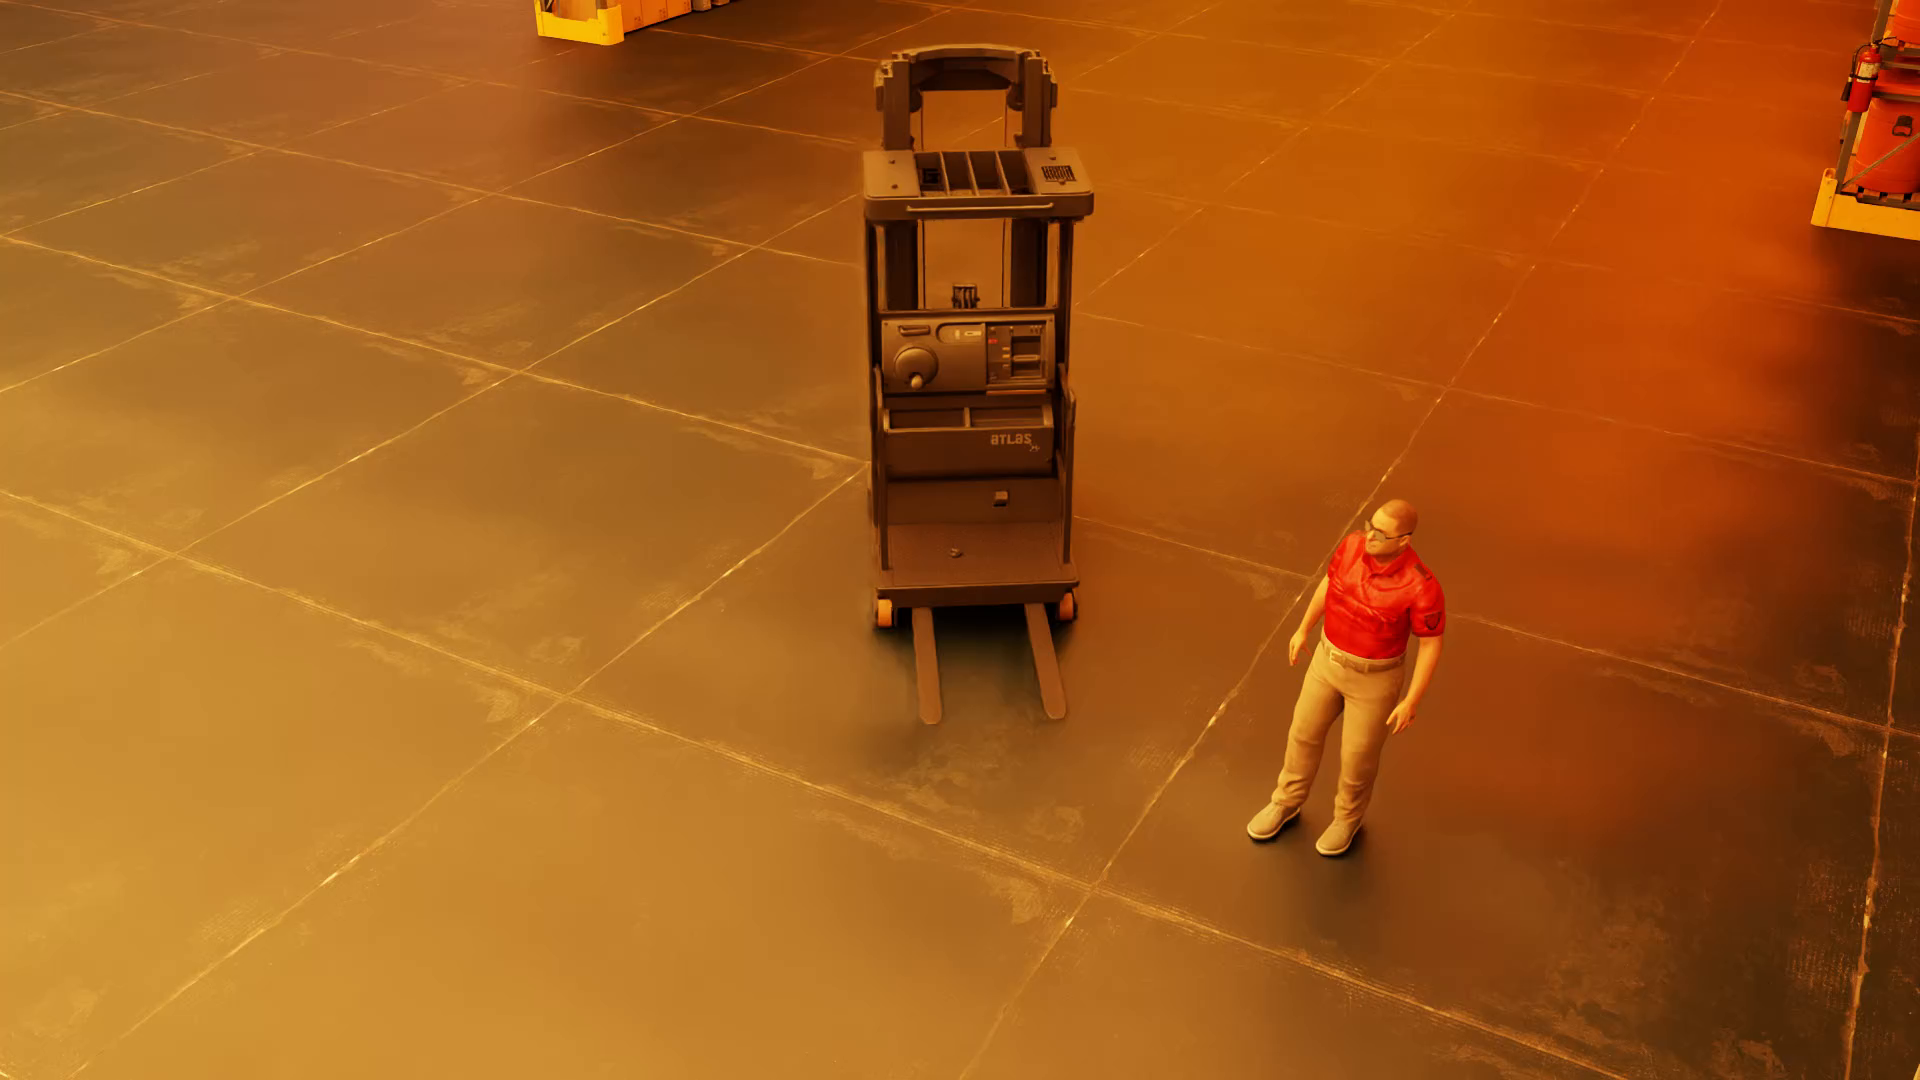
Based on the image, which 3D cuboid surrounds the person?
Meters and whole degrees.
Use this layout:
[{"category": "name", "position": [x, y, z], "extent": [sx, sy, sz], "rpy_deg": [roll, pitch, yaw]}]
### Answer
[{"category": "person", "position": [1.672, 0.610, 7.214], "extent": [0.544, 1.731, 0.685], "rpy_deg": [-25, 38, -36]}]

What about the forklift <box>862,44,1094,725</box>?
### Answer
[{"category": "forklift", "position": [0.064, -0.955, 8.725], "extent": [1.130, 2.935, 3.031], "rpy_deg": [-2, 30, -3]}]
